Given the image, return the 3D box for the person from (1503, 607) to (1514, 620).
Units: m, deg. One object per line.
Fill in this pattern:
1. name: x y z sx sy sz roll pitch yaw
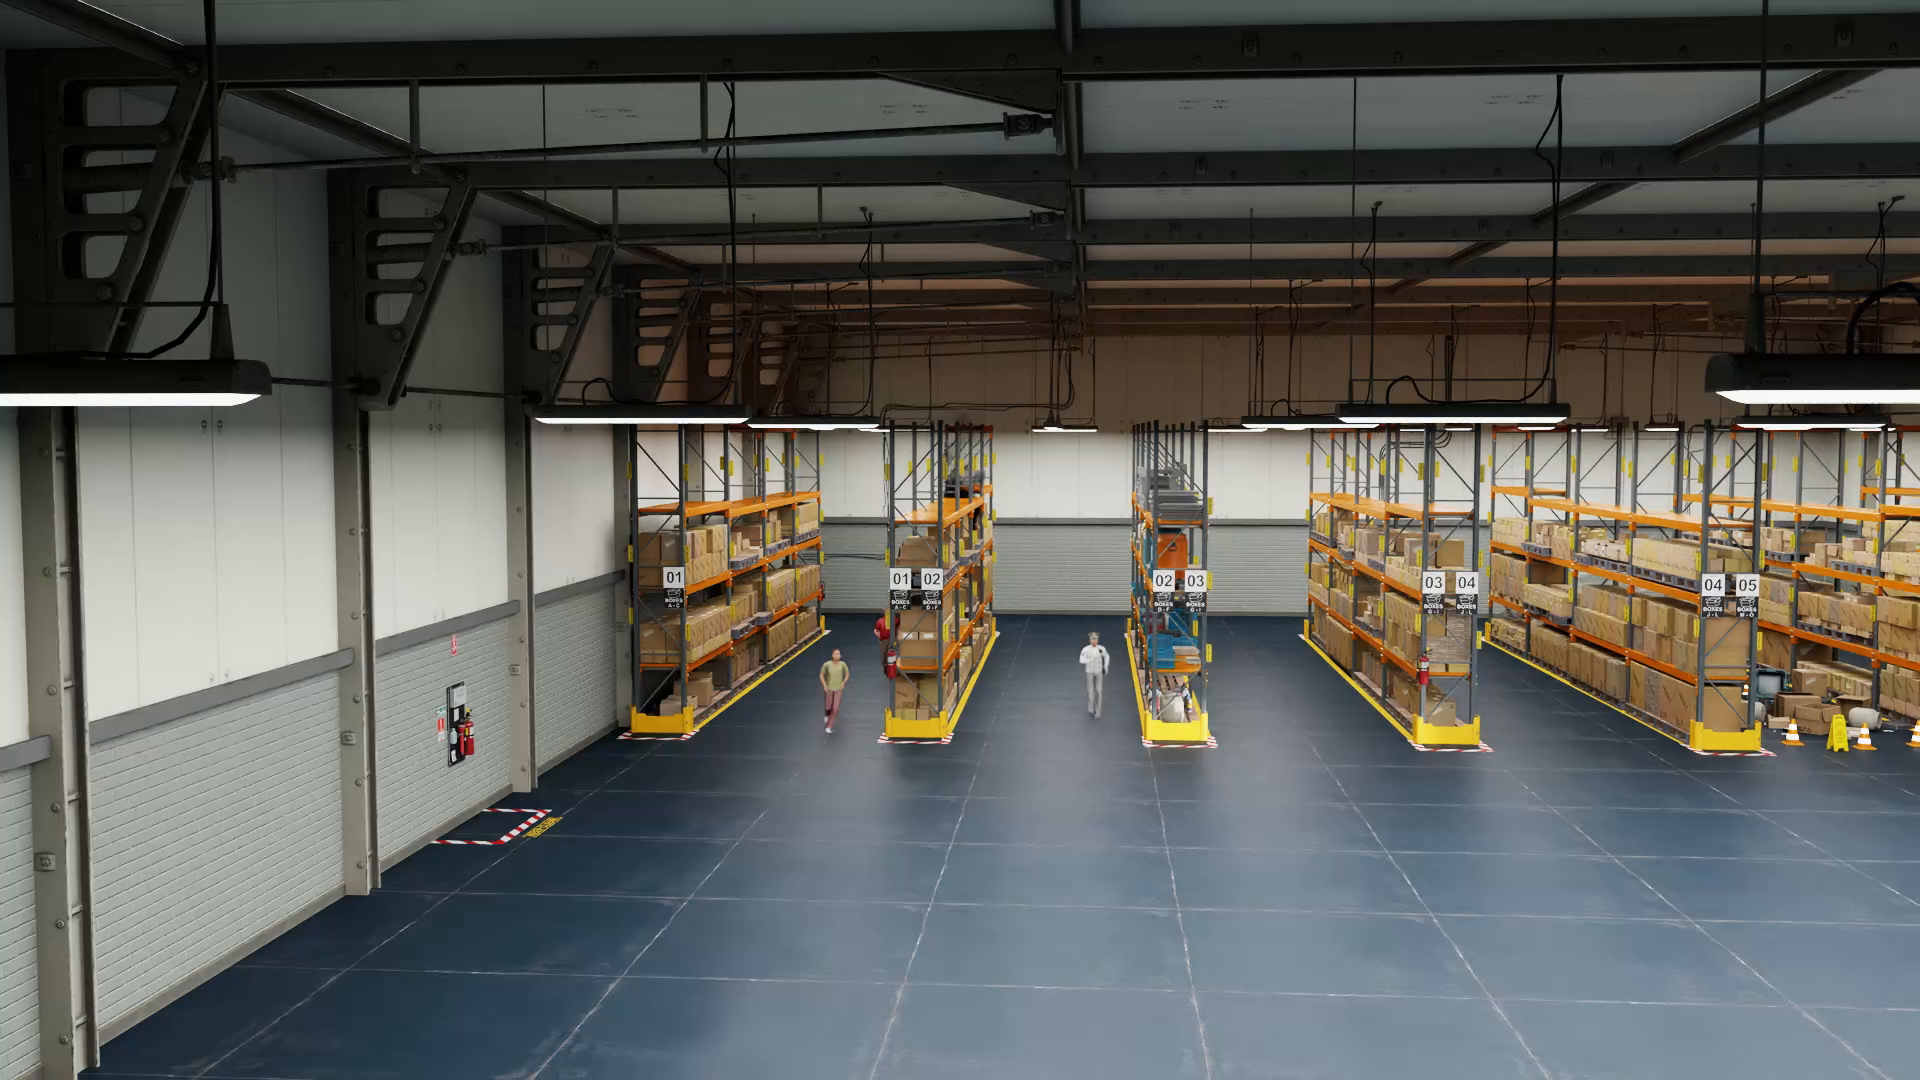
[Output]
1. person: 15.685 1.844 47.484 0.689 1.767 0.633 -1 4 -15

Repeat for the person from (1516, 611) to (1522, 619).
1. person: 16.055 1.848 47.270 0.695 1.715 0.650 -3 5 -43

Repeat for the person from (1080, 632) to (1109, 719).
1. person: 2.728 2.722 33.779 0.598 1.710 0.884 0 4 4

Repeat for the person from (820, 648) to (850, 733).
1. person: -2.421 2.884 32.155 0.580 1.620 0.589 -1 4 -11

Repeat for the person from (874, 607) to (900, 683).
1. person: -1.673 2.415 38.728 0.647 1.719 0.943 0 4 -2
